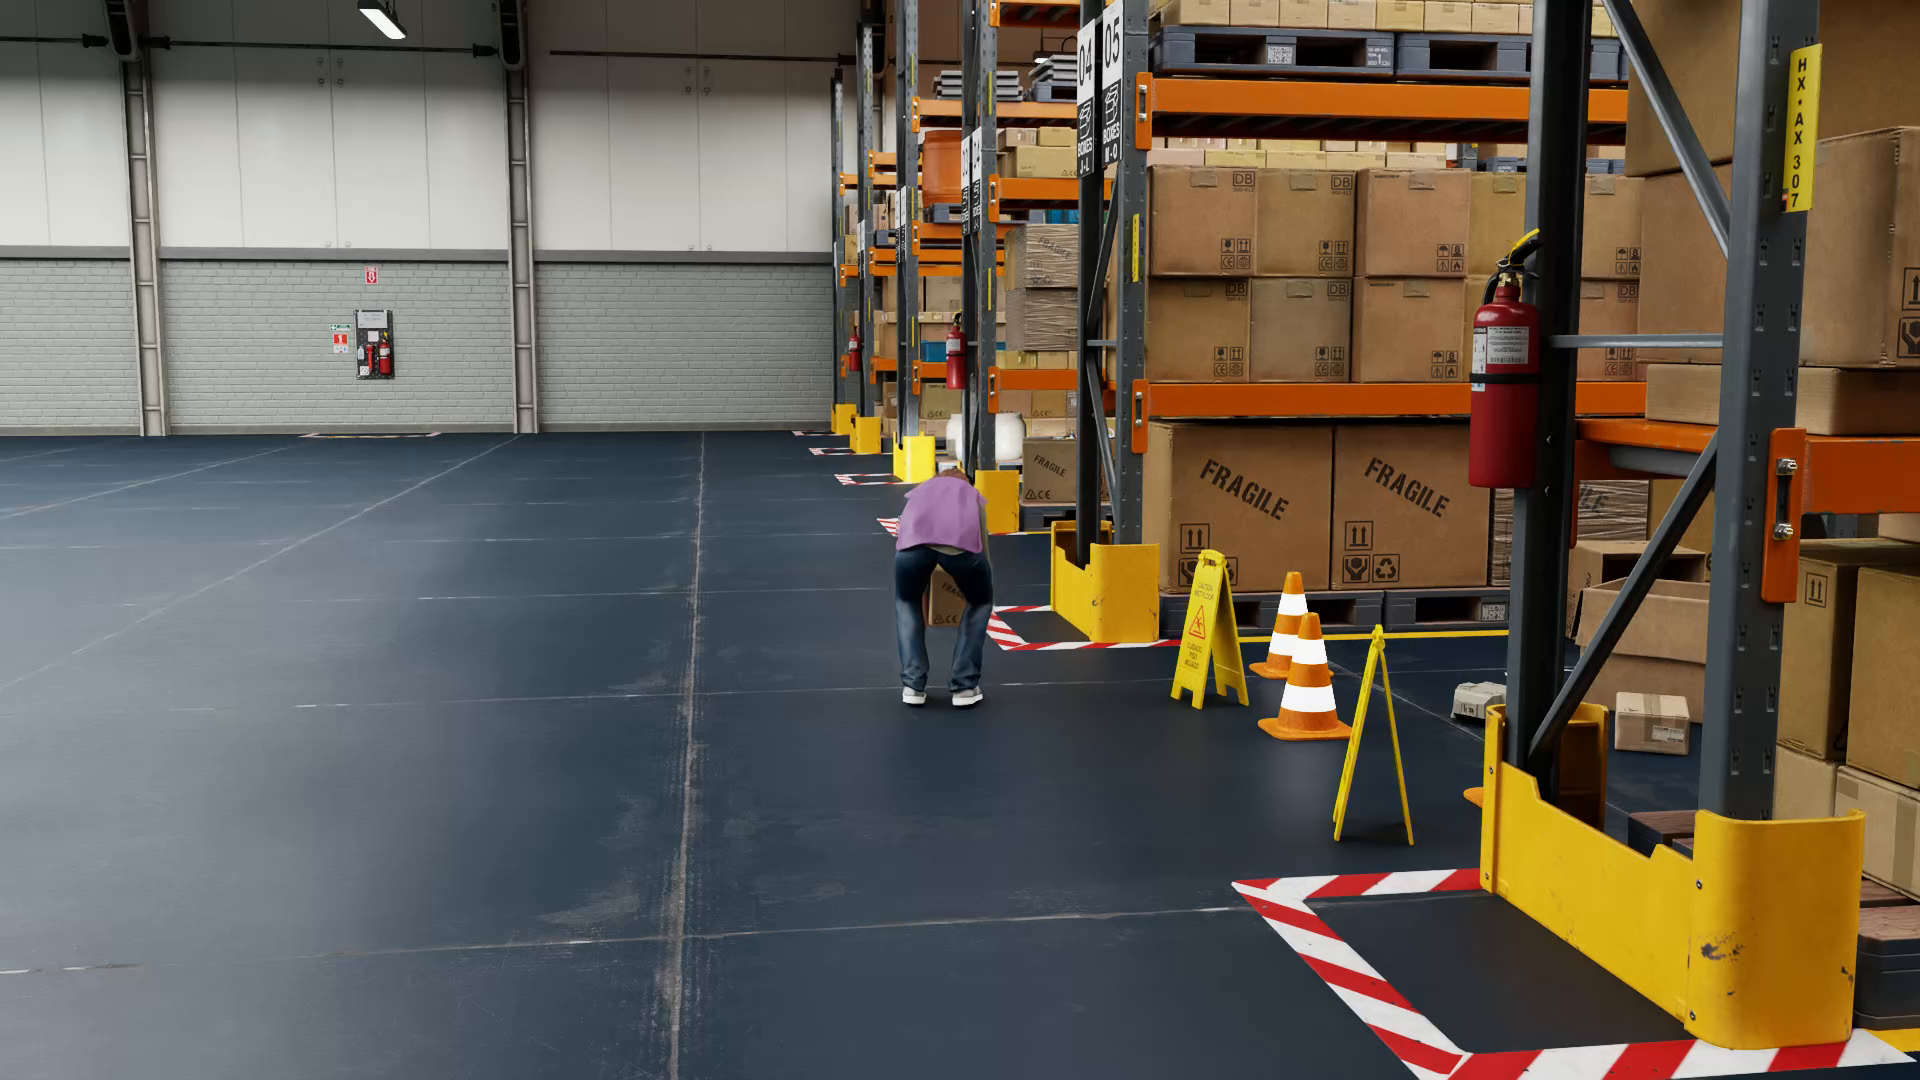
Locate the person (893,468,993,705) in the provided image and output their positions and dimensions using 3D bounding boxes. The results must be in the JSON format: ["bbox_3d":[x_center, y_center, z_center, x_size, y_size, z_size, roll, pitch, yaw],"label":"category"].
[{"bbox_3d":[-0.065,0.193,7.116,0.423,0.960,0.863,1,7,5],"label":"person"}]
